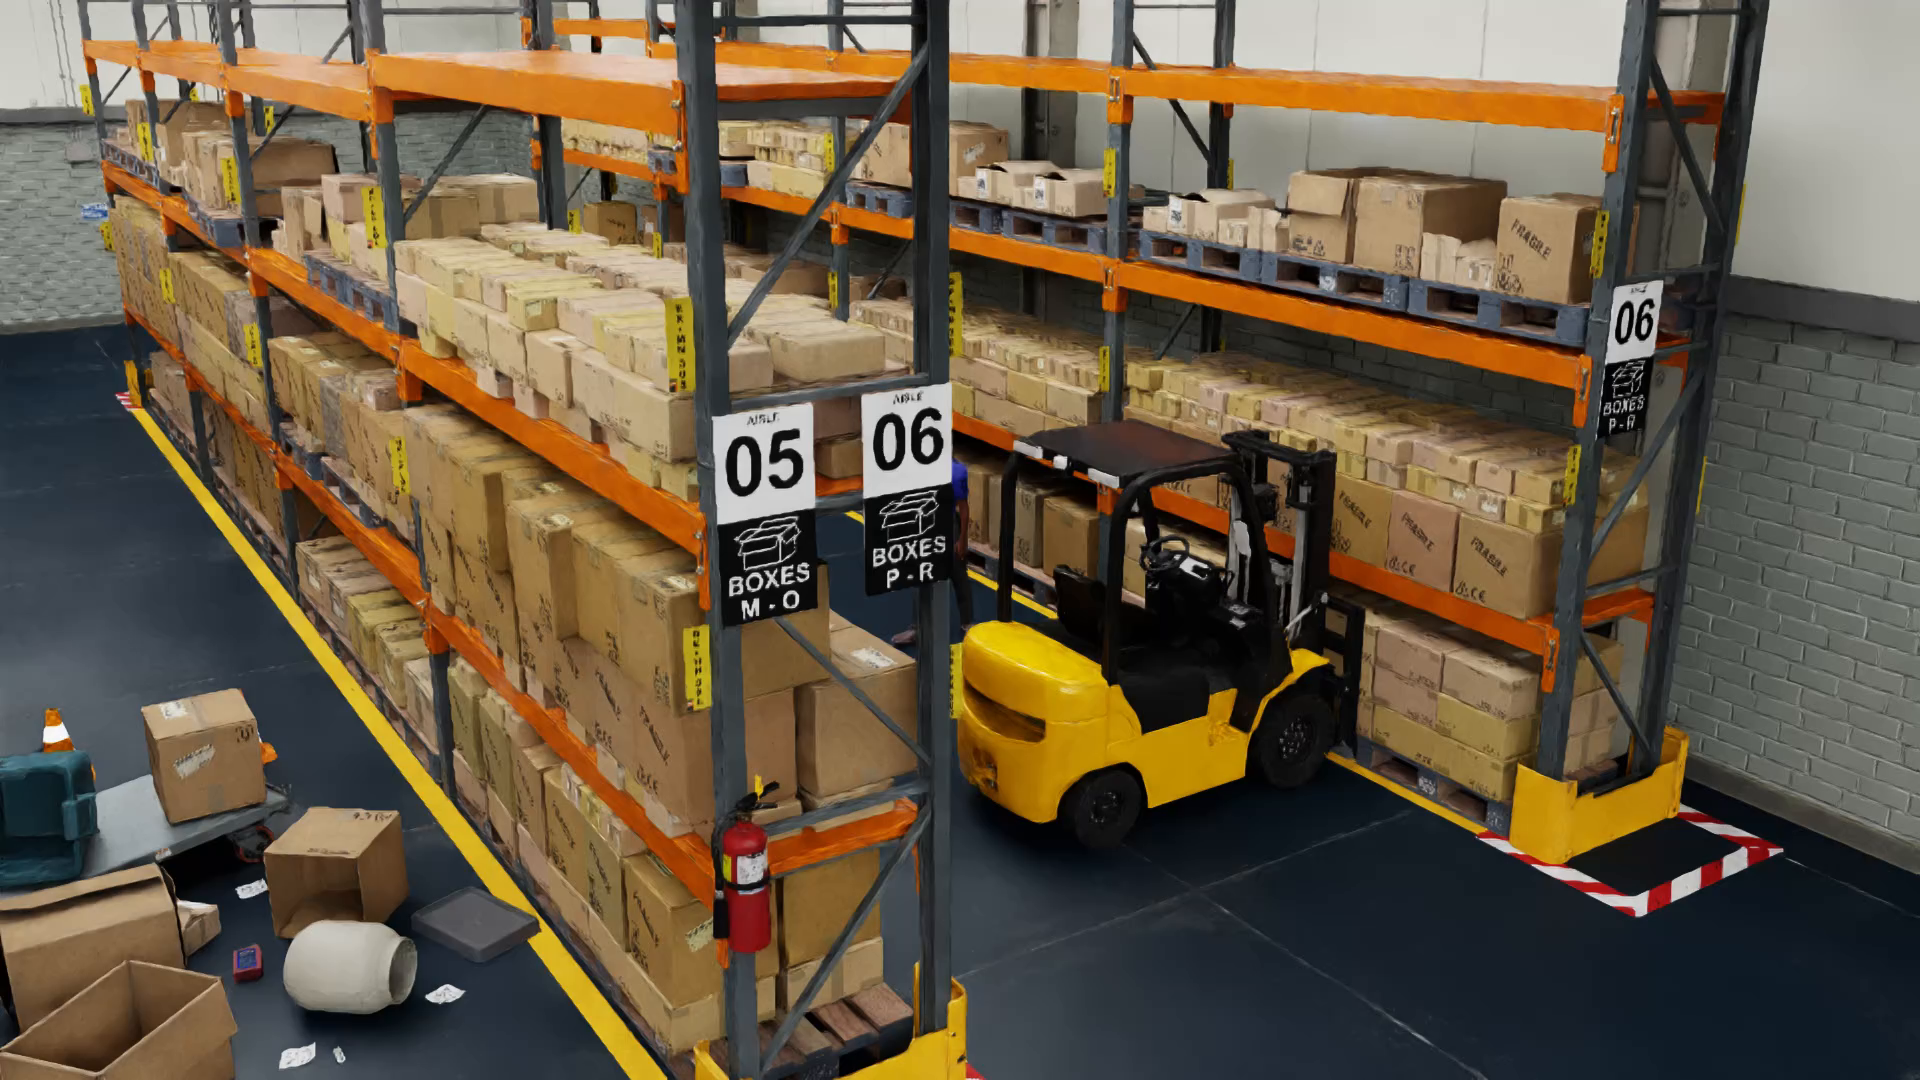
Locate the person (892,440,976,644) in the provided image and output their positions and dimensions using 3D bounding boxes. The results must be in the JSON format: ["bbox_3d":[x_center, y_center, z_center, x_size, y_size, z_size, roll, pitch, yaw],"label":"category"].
[{"bbox_3d":[-0.178,-0.052,12.188,0.600,1.643,0.611,12,21,32],"label":"person"}]
